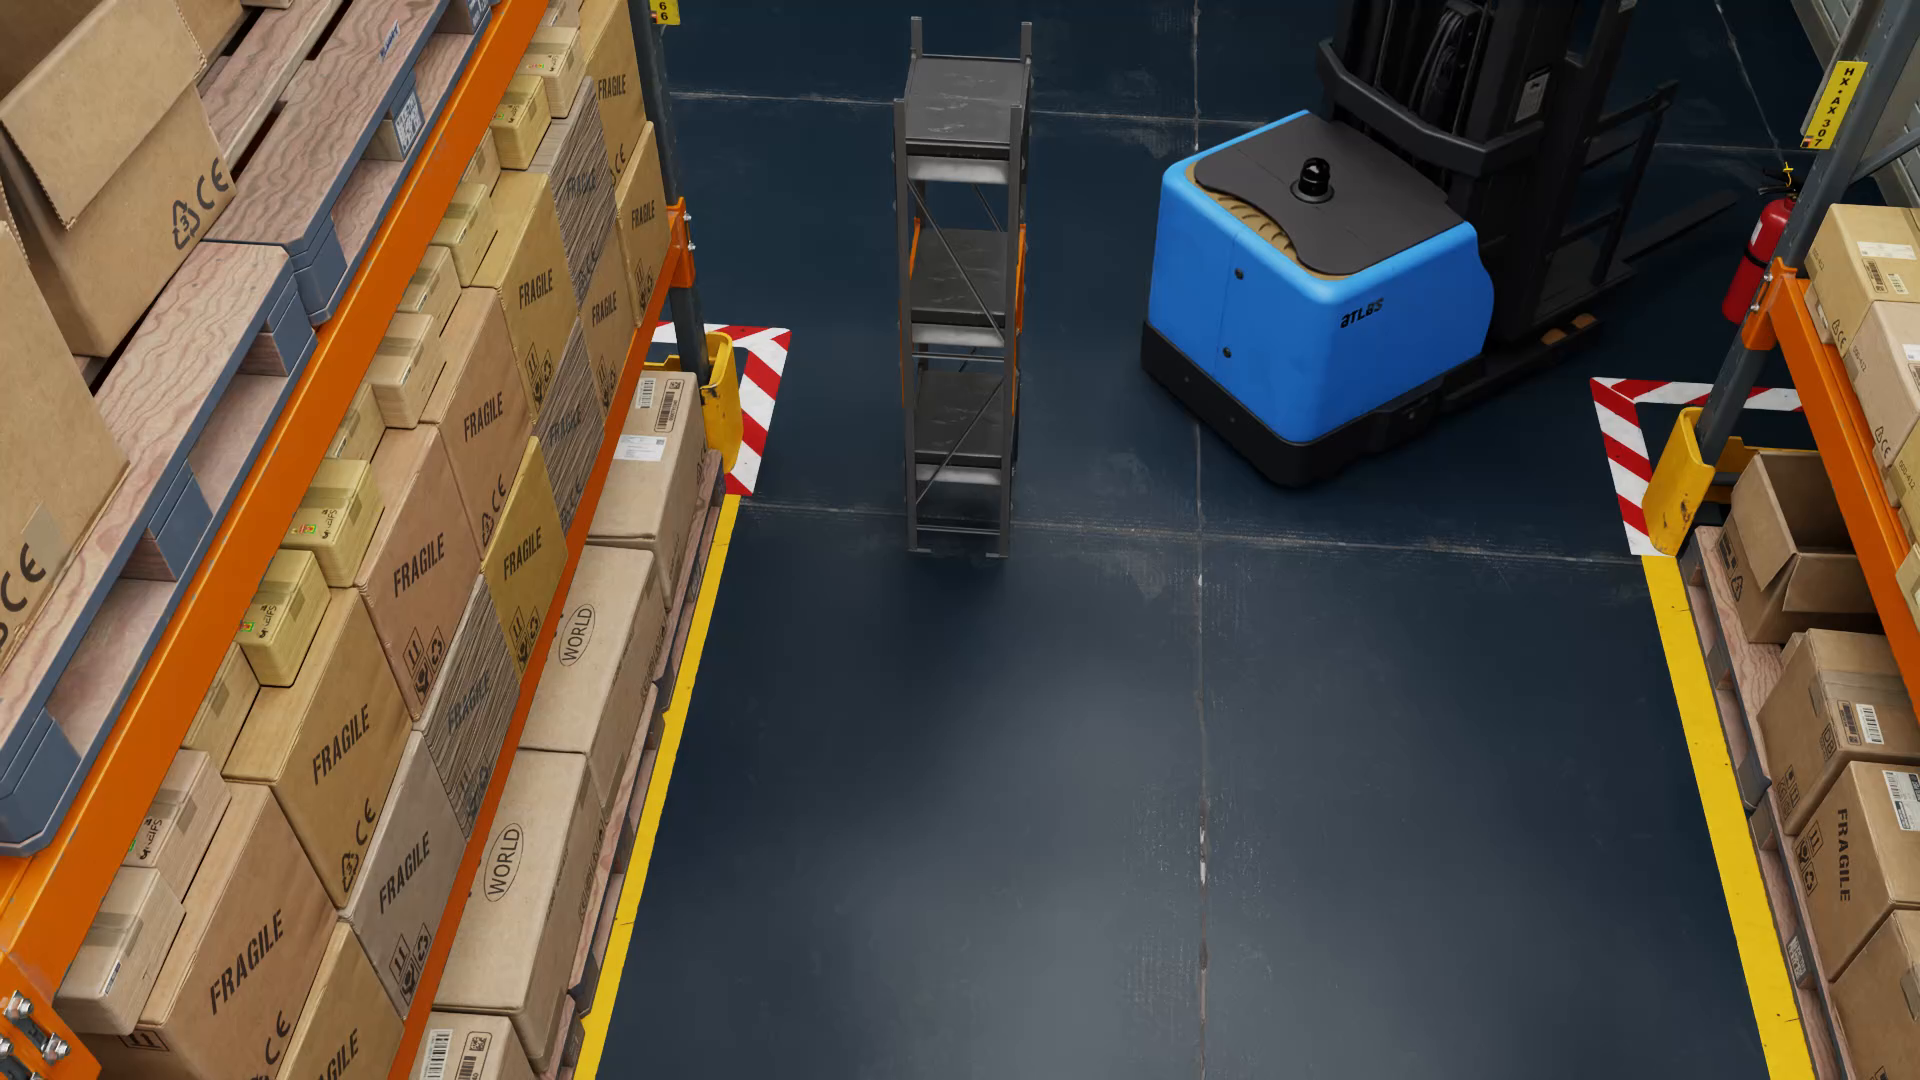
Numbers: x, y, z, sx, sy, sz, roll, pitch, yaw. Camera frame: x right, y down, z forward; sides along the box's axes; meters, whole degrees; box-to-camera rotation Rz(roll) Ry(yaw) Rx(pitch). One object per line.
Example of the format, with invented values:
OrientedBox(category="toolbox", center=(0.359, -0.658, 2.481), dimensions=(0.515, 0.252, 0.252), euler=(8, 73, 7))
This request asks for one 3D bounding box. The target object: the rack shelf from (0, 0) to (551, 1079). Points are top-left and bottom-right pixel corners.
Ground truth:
OrientedBox(category="rack shelf", center=(-1.714, -0.775, 3.810), dimensions=(0.831, 0.071, 3.687), euler=(4, 48, 4))

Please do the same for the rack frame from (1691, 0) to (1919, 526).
OrientedBox(category="rack frame", center=(3.411, -1.096, 5.746), dimensions=(1.000, 3.000, 0.127), euler=(4, 48, 4))

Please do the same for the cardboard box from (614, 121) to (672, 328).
OrientedBox(category="cardboard box", center=(-1.312, -1.089, 5.671), dimensions=(0.500, 0.500, 0.500), euler=(4, 48, 4))

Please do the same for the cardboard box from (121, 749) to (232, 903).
OrientedBox(category="cardboard box", center=(-1.602, 0.518, 3.084), dimensions=(0.380, 0.149, 0.250), euler=(5, 48, 4))

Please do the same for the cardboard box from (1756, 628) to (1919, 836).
OrientedBox(category="cardboard box", center=(3.145, 0.674, 5.536), dimensions=(0.700, 0.500, 0.500), euler=(6, 48, 5))

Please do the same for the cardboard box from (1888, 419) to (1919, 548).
OrientedBox(category="cardboard box", center=(3.013, -0.088, 4.723), dimensions=(0.500, 0.250, 0.500), euler=(3, 48, 3))

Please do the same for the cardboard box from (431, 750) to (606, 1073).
OrientedBox(category="cardboard box", center=(-1.651, 1.123, 5.168), dimensions=(0.875, 0.438, 0.875), euler=(3, 48, 2))

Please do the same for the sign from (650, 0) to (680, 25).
OrientedBox(category="sign", center=(-0.993, -1.851, 5.491), dimensions=(0.100, 0.325, 0.005), euler=(4, 48, 4))

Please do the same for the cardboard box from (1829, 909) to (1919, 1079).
OrientedBox(category="cardboard box", center=(3.050, 1.437, 4.838), dimensions=(0.700, 0.500, 0.500), euler=(2, 48, 2))

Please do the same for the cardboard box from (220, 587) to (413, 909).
OrientedBox(category="cardboard box", center=(-1.560, 0.436, 3.599), dimensions=(0.500, 0.500, 0.500), euler=(3, 48, 3))

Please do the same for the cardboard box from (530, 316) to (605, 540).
OrientedBox(category="cardboard box", center=(-1.410, -0.342, 4.989), dimensions=(0.500, 0.500, 0.500), euler=(5, 48, 5))

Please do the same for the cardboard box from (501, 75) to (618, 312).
OrientedBox(category="cardboard box", center=(-1.357, -1.042, 4.951), dimensions=(0.500, 0.500, 0.500), euler=(4, 48, 4))

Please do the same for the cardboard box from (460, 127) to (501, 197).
OrientedBox(category="cardboard box", center=(-1.462, -0.987, 4.461), dimensions=(0.380, 0.149, 0.250), euler=(3, 48, 3))

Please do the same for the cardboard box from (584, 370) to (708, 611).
OrientedBox(category="cardboard box", center=(-1.492, -0.213, 6.389), dimensions=(0.875, 0.438, 0.875), euler=(2, 48, 2))

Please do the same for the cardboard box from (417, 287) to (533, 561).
OrientedBox(category="cardboard box", center=(-1.453, -0.310, 4.281), dimensions=(0.500, 0.500, 0.500), euler=(4, 48, 3))

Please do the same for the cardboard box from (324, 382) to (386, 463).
OrientedBox(category="cardboard box", center=(-1.543, -0.235, 3.773), dimensions=(0.380, 0.149, 0.250), euler=(4, 48, 3))

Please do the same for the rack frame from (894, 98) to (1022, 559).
OrientedBox(category="rack frame", center=(-0.007, -0.651, 5.948), dimensions=(0.400, 2.100, 0.015), euler=(4, 48, 4))

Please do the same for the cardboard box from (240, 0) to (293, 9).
OrientedBox(category="cardboard box", center=(-1.718, -1.488, 3.780), dimensions=(0.500, 0.311, 0.500), euler=(5, 48, 4))

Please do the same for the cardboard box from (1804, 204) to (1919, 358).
OrientedBox(category="cardboard box", center=(3.102, -0.831, 5.403), dimensions=(0.500, 0.250, 0.500), euler=(4, 48, 4))

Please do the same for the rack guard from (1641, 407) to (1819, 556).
OrientedBox(category="rack guard", center=(3.404, -0.197, 6.617), dimensions=(1.175, 0.500, 0.348), euler=(4, 48, 4))

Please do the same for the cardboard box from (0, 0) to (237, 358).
OrientedBox(category="cardboard box", center=(-1.806, -0.704, 2.932), dimensions=(0.797, 0.503, 0.637), euler=(7, 48, 7))

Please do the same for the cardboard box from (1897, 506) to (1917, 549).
OrientedBox(category="cardboard box", center=(3.039, -0.026, 4.937), dimensions=(0.380, 0.149, 0.250), euler=(5, 48, 4))

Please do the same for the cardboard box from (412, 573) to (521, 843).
OrientedBox(category="cardboard box", center=(-1.491, 0.417, 4.294), dimensions=(0.500, 0.500, 0.500), euler=(4, 48, 4))

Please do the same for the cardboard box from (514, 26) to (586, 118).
OrientedBox(category="cardboard box", center=(-1.304, -1.357, 4.799), dimensions=(0.380, 0.149, 0.250), euler=(3, 48, 3))

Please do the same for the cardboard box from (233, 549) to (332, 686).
OrientedBox(category="cardboard box", center=(-1.537, 0.149, 3.422), dimensions=(0.380, 0.149, 0.250), euler=(4, 48, 3))

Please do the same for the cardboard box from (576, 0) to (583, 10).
OrientedBox(category="cardboard box", center=(-1.365, -1.740, 5.150), dimensions=(0.380, 0.149, 0.250), euler=(4, 48, 4))

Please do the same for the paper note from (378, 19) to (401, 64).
OrientedBox(category="paper note", center=(-1.144, -1.000, 3.338), dimensions=(0.006, 0.032, 0.123), euler=(4, 48, 4))

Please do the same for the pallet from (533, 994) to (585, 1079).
OrientedBox(category="pallet", center=(-1.749, 1.900, 4.895), dimensions=(1.003, 0.211, 1.213), euler=(4, 48, 4))

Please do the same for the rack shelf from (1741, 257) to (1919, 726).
OrientedBox(category="rack shelf", center=(3.229, 0.616, 4.667), dimensions=(1.077, 0.370, 4.000), euler=(4, 48, 4))

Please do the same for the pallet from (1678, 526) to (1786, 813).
OrientedBox(category="pallet", center=(3.333, 0.487, 6.188), dimensions=(1.003, 0.211, 1.213), euler=(4, 48, 4))

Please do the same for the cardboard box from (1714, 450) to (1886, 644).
OrientedBox(category="cardboard box", center=(3.261, 0.048, 6.107), dimensions=(0.797, 0.503, 0.637), euler=(2, 48, 2))

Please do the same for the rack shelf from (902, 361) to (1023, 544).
OrientedBox(category="rack shelf", center=(0.015, -0.349, 6.639), dimensions=(0.431, 0.518, 0.480), euler=(4, 48, 4))

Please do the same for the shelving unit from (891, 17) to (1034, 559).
OrientedBox(category="shelving unit", center=(0.015, -0.830, 6.112), dimensions=(0.431, 2.100, 0.503), euler=(4, 48, 4))

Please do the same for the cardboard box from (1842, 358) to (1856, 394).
OrientedBox(category="cardboard box", center=(3.131, -0.598, 5.461), dimensions=(0.380, 0.149, 0.250), euler=(5, 48, 4))

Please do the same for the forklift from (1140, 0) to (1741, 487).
OrientedBox(category="forklift", center=(2.310, -2.074, 6.687), dimensions=(3.031, 2.935, 1.130), euler=(-26, 53, -22))

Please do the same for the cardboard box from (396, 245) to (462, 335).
OrientedBox(category="cardboard box", center=(-1.469, -0.607, 4.114), dimensions=(0.380, 0.149, 0.250), euler=(5, 48, 5))

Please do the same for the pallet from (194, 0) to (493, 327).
OrientedBox(category="pallet", center=(-1.698, -0.965, 3.653), dimensions=(1.003, 0.211, 1.213), euler=(4, 48, 4))

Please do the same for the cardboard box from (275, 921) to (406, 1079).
OrientedBox(category="cardboard box", center=(-1.593, 1.151, 3.623), dimensions=(0.500, 0.500, 0.500), euler=(5, 48, 5))

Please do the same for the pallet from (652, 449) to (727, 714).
OrientedBox(category="pallet", center=(-1.527, 0.107, 6.535), dimensions=(1.003, 0.211, 1.213), euler=(4, 48, 4))
